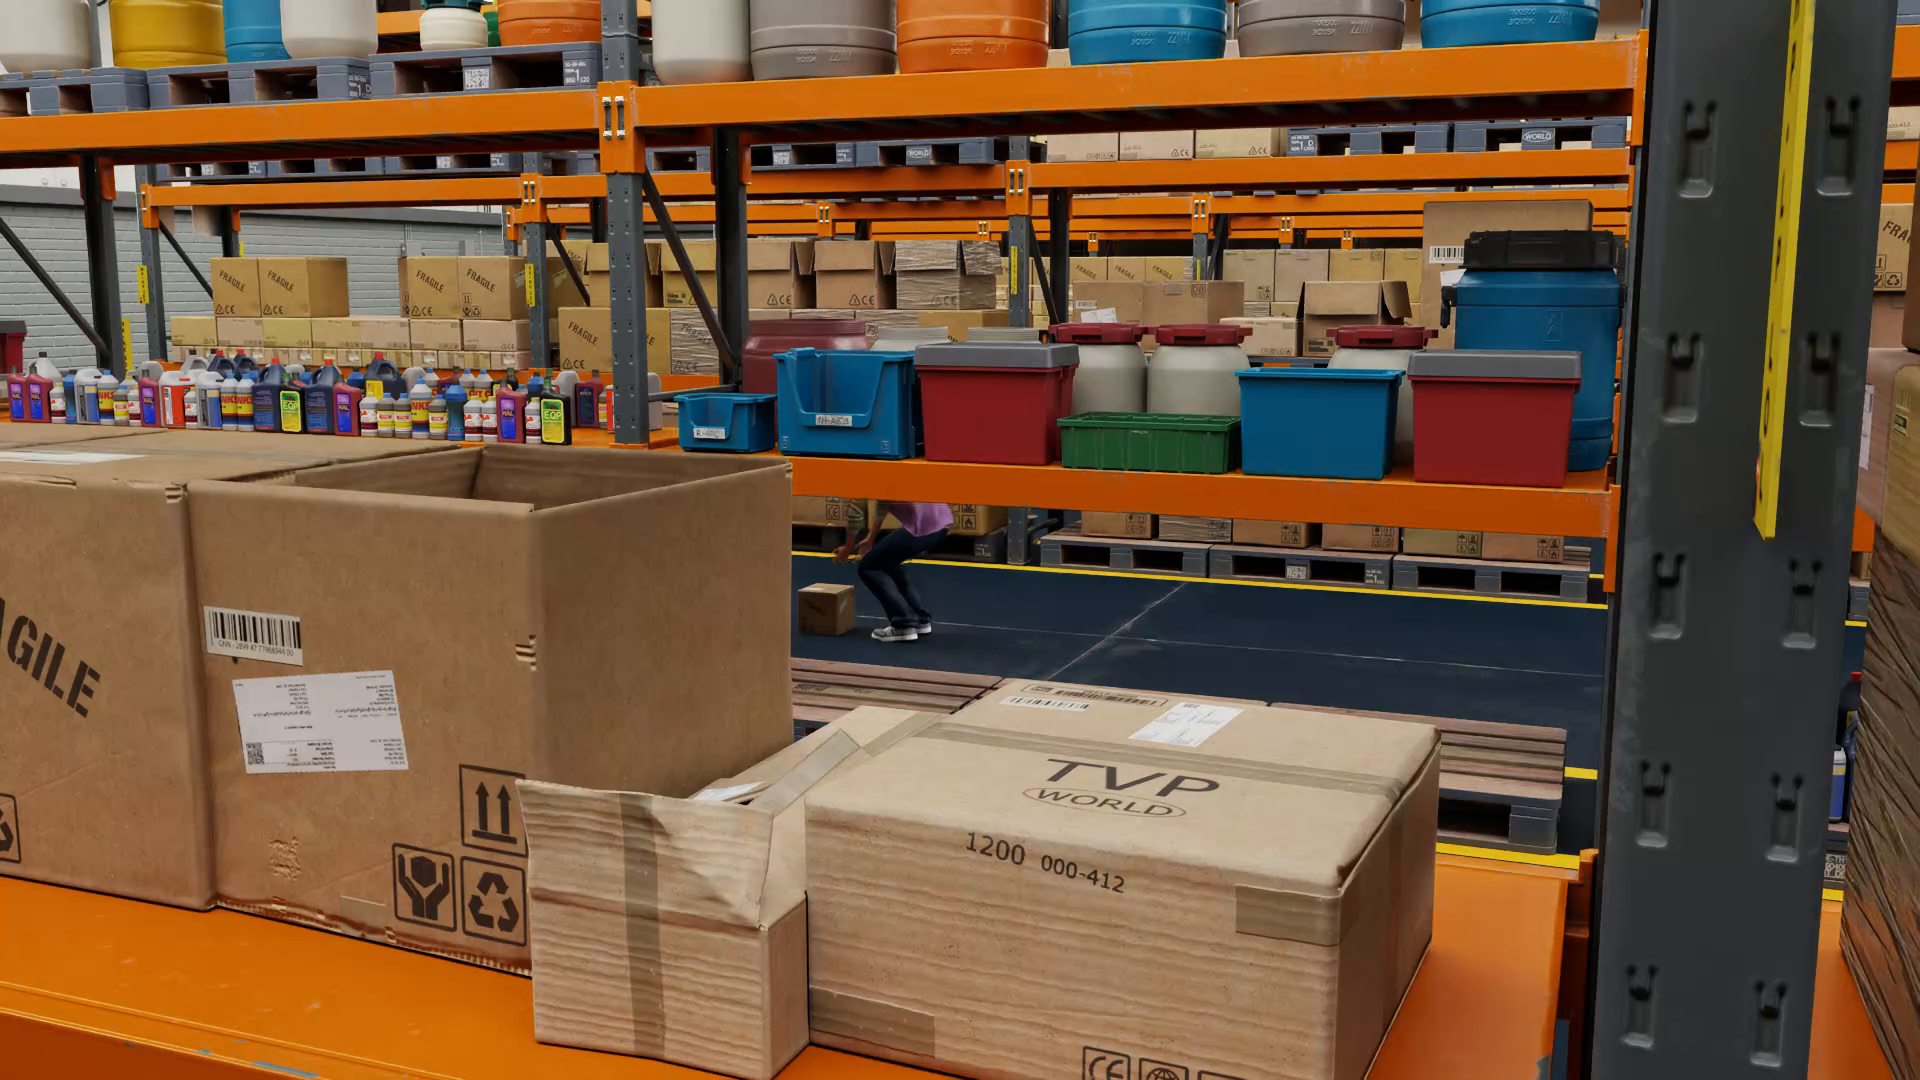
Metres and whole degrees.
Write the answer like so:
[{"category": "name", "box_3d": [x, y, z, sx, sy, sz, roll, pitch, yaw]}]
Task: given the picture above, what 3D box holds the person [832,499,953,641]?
[{"category": "person", "box_3d": [-0.395, -0.041, 9.407, 0.701, 1.214, 0.462, 3, 10, 21]}]
